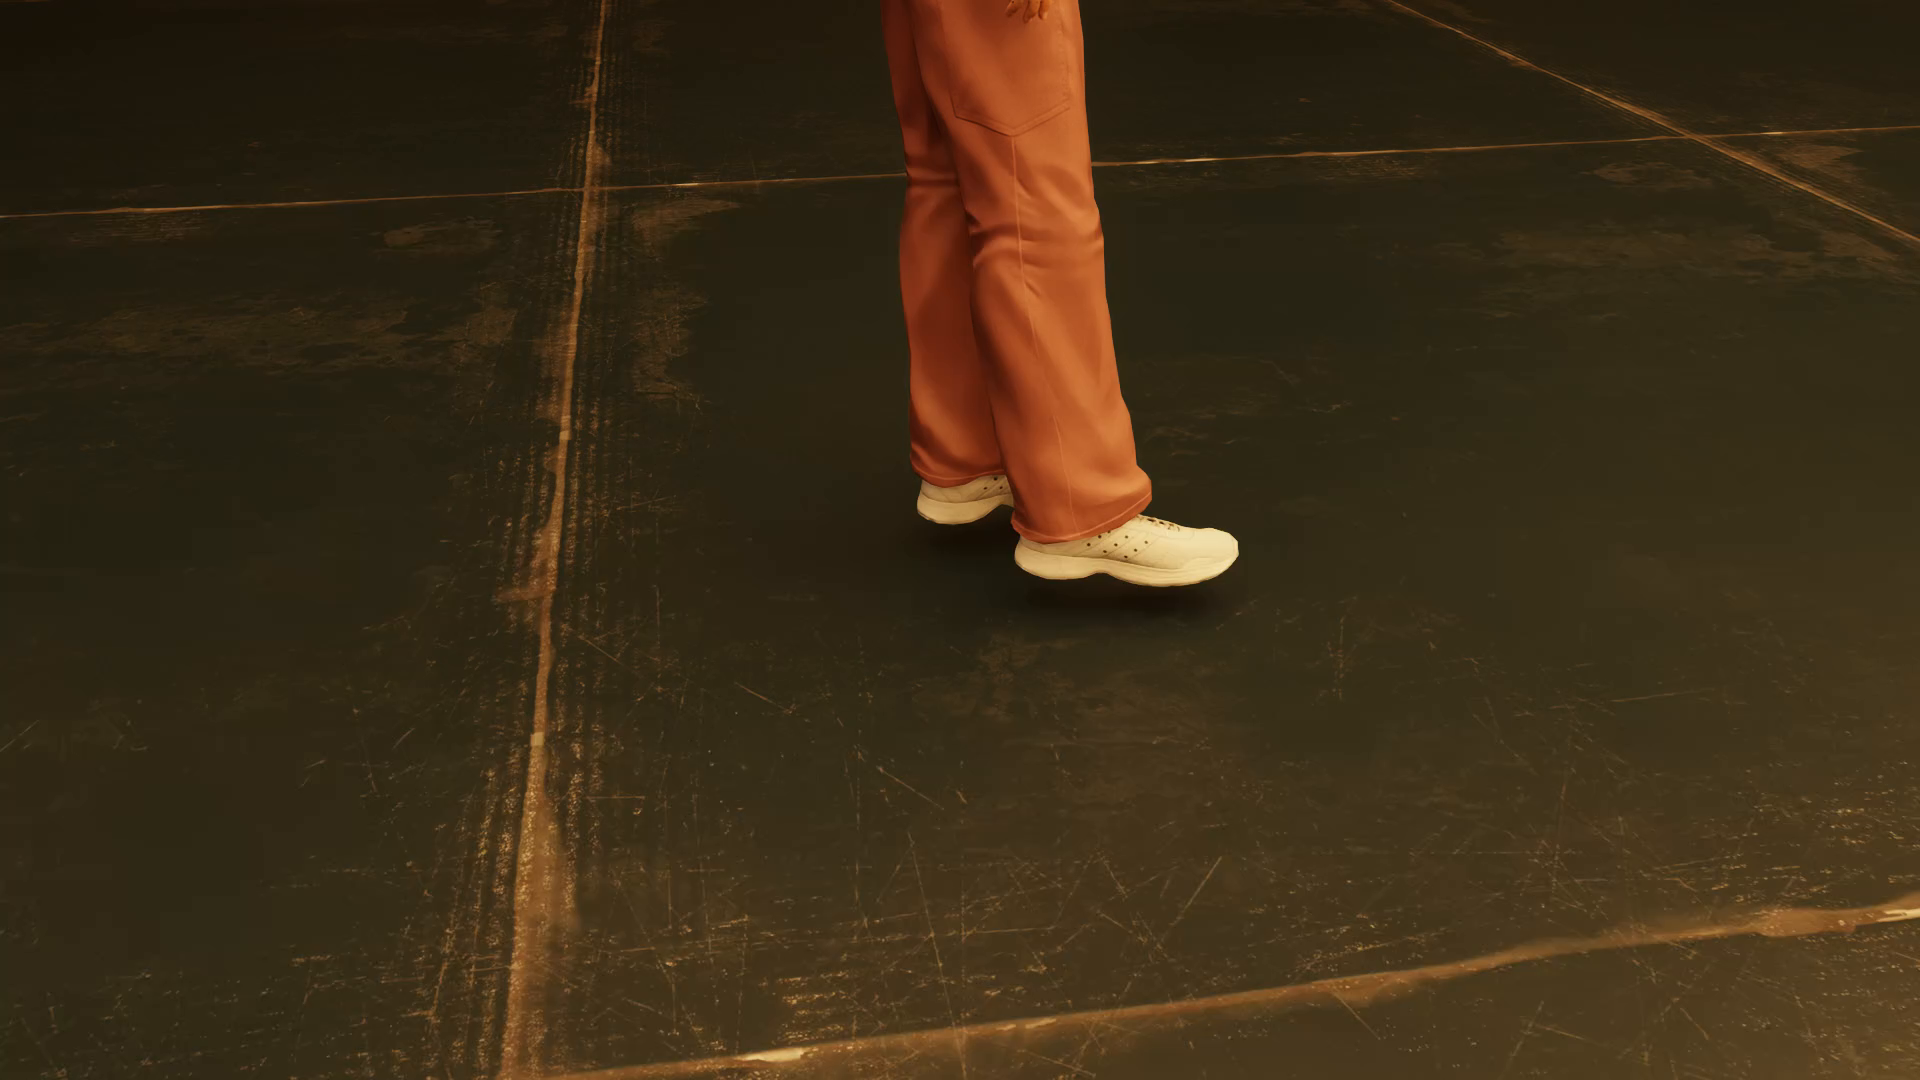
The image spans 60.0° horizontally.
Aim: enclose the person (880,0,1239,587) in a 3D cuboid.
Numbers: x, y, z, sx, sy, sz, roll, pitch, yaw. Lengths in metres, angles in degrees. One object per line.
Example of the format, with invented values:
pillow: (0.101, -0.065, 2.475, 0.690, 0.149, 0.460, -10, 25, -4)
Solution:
person: (0.075, -0.783, 2.086, 0.547, 1.673, 0.553, -5, 28, -9)
